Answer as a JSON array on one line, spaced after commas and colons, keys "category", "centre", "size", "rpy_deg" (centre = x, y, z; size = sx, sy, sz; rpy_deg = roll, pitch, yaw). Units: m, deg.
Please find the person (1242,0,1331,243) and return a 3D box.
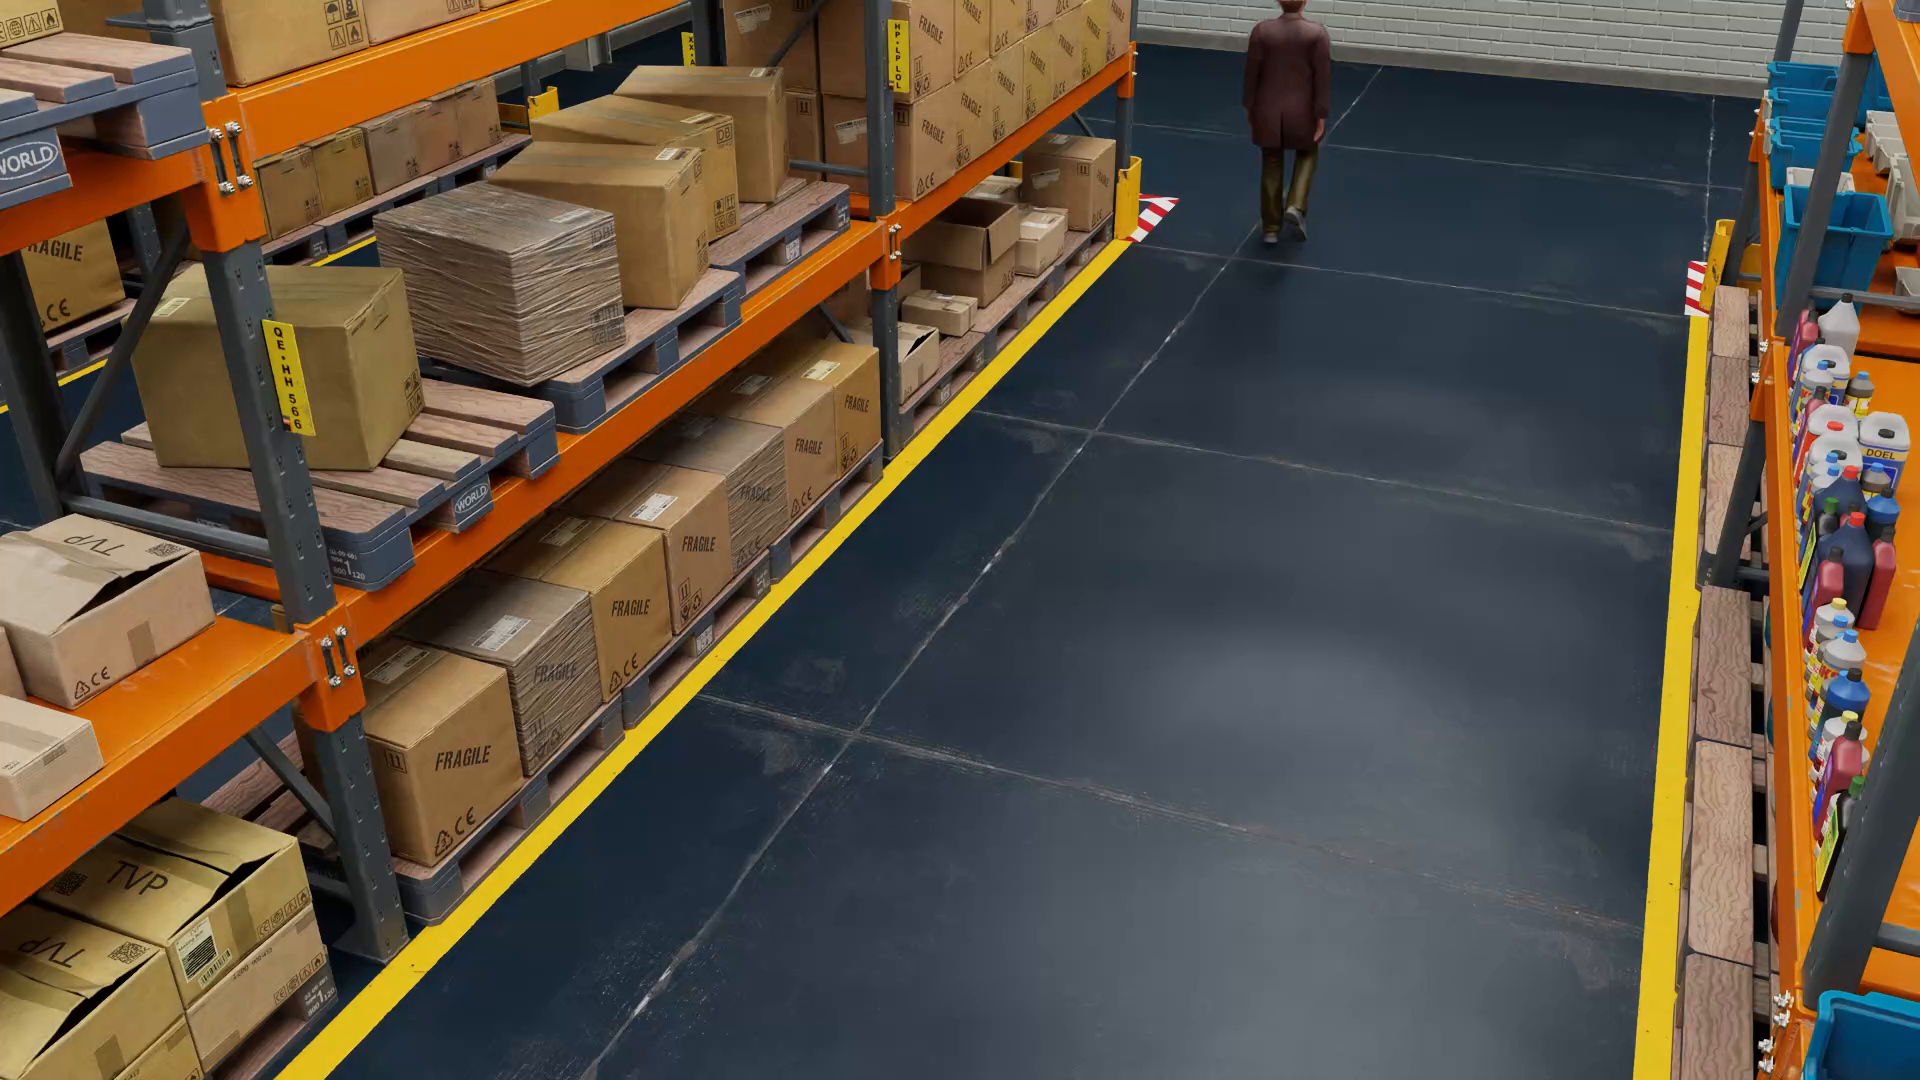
[{"category": "person", "centre": [2.219, -2.917, 11.326], "size": [0.602, 1.798, 0.468], "rpy_deg": [8, 30, 13]}]
